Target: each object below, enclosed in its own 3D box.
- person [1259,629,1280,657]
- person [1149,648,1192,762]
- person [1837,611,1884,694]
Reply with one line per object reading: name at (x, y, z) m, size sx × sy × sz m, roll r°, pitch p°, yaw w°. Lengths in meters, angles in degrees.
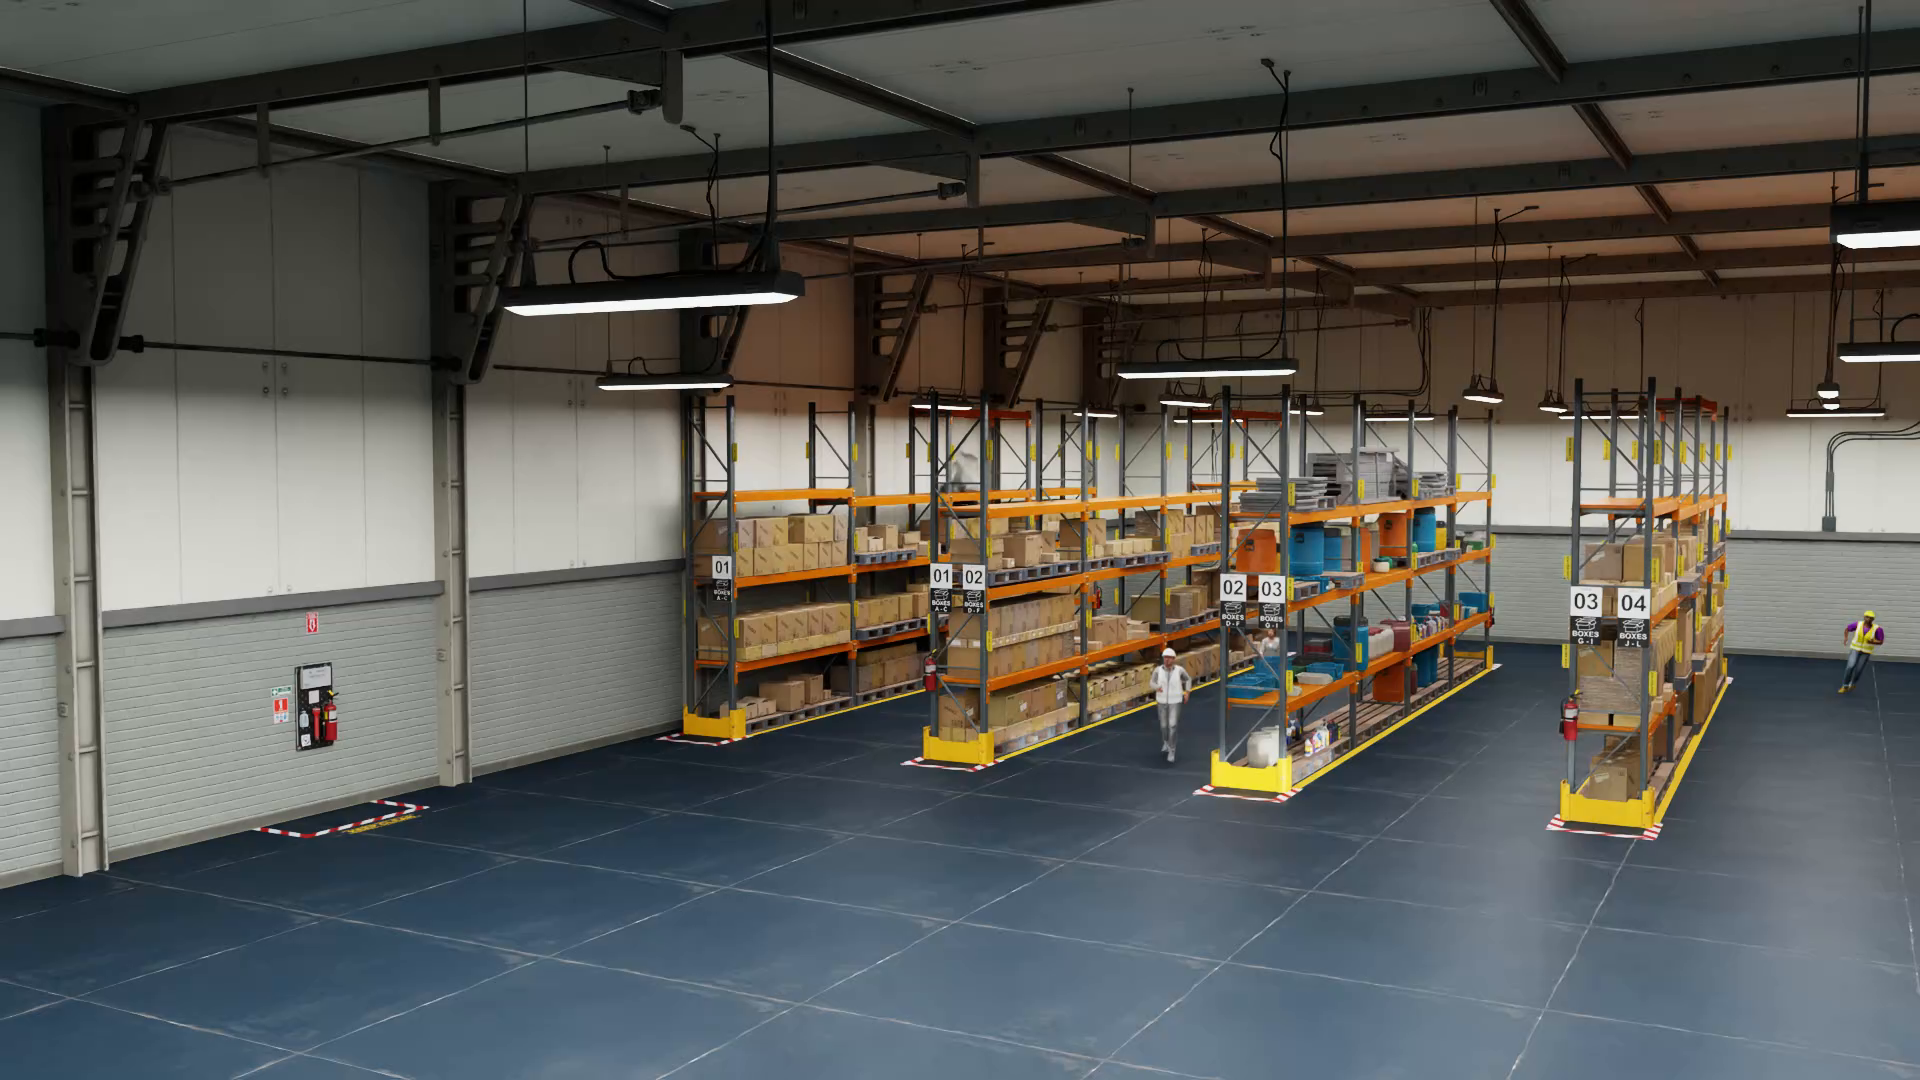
person at (6.167, 2.485, 32.944) m, size 0.527 × 1.555 × 0.543 m, roll 1°, pitch 3°, yaw 21°
person at (3.437, 2.680, 27.288) m, size 0.674 × 1.825 × 0.815 m, roll 1°, pitch 3°, yaw 17°
person at (18.733, 2.330, 34.630) m, size 0.844 × 1.759 × 0.762 m, roll 1°, pitch 3°, yaw 19°
